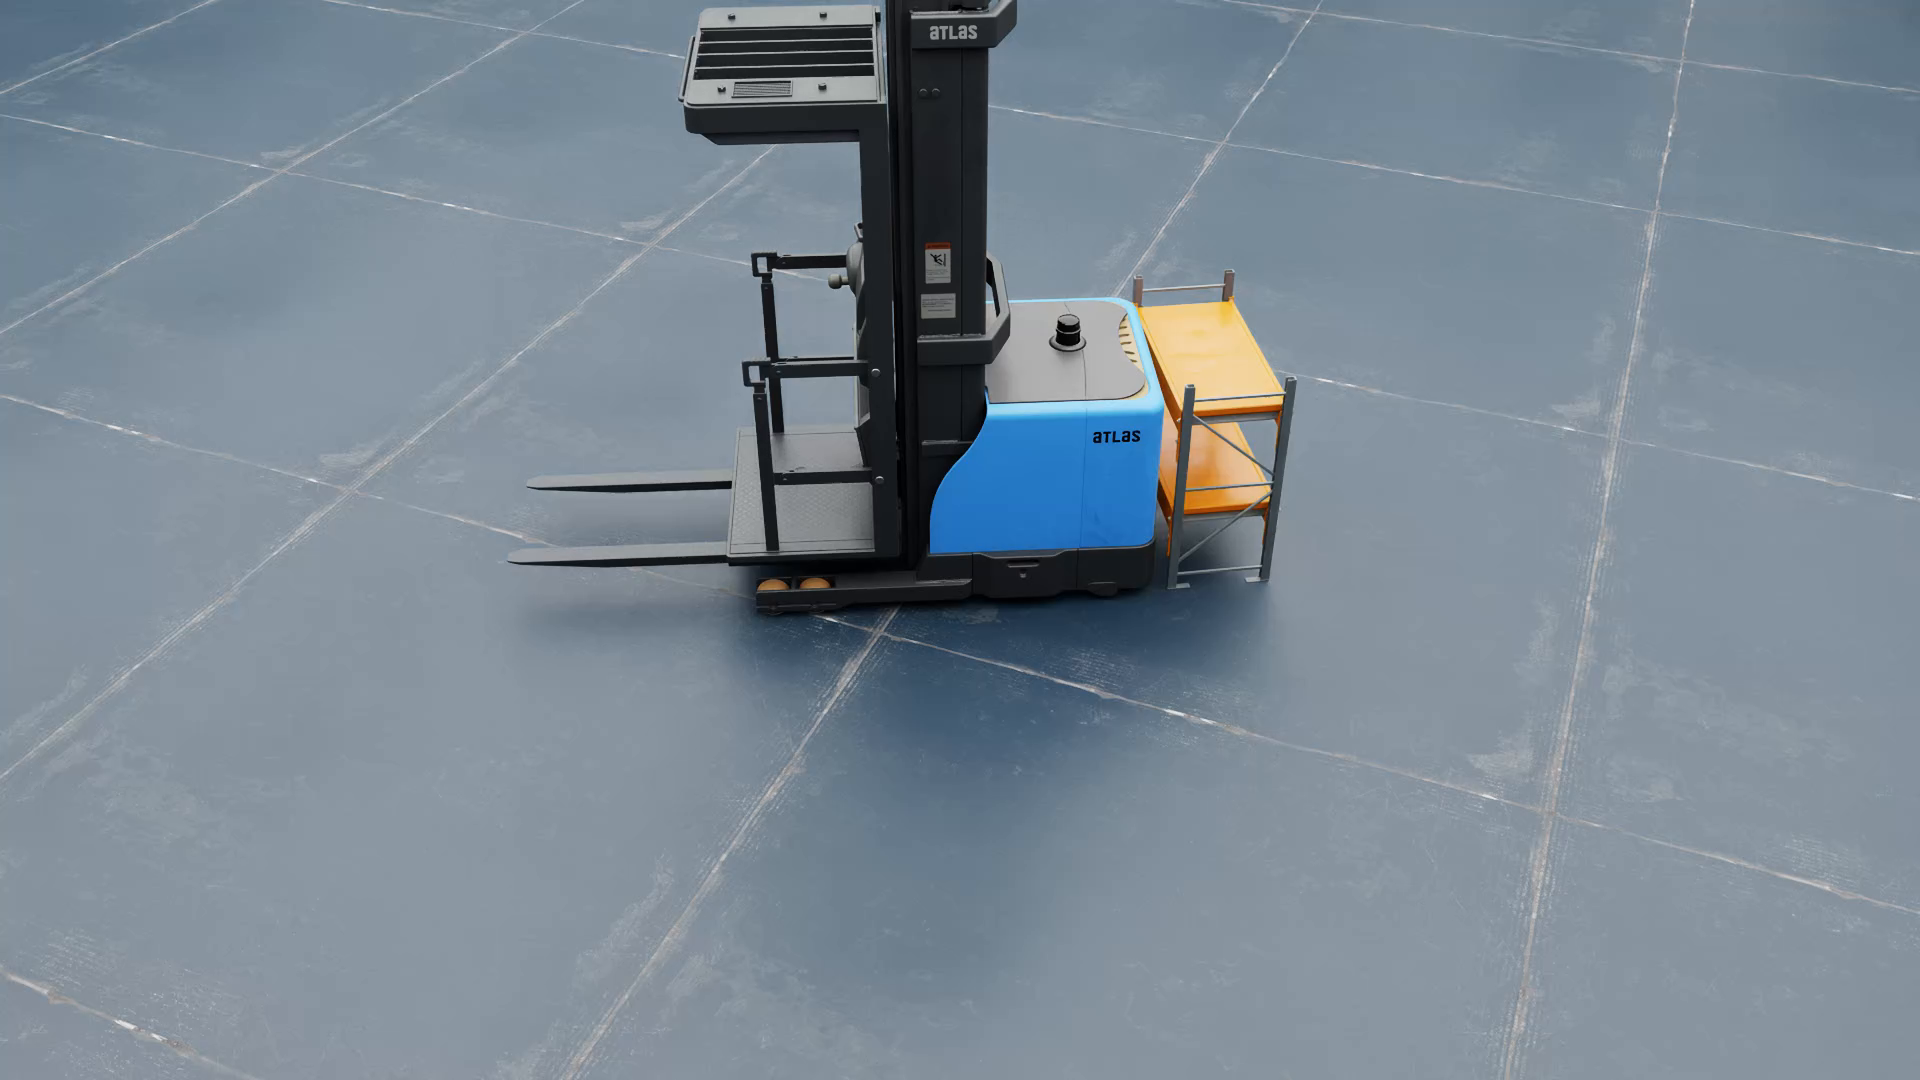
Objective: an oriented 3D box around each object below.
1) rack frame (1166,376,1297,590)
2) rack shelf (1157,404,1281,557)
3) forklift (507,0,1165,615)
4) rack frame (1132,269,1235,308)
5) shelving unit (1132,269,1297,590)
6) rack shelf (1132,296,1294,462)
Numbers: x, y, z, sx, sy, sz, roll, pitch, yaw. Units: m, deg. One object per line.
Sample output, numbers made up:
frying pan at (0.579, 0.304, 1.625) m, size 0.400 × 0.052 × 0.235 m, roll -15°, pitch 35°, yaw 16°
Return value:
rack frame at (1.234, -0.243, 7.635) m, size 0.500 × 1.125 × 0.032 m, roll -5°, pitch 37°, yaw -6°
rack shelf at (1.164, -0.348, 8.185) m, size 0.538 × 0.278 × 1.000 m, roll -5°, pitch 37°, yaw -6°
forklift at (-0.621, -1.151, 7.342) m, size 3.031 × 2.935 × 1.130 m, roll -2°, pitch 37°, yaw -3°
rack frame at (1.094, -0.846, 8.442) m, size 0.500 × 1.125 × 0.032 m, roll -5°, pitch 37°, yaw -6°
shelving unit at (1.164, -0.544, 8.039) m, size 0.538 × 1.125 × 1.048 m, roll -5°, pitch 37°, yaw -6°
rack shelf at (1.164, -0.779, 7.863) m, size 0.538 × 0.278 × 1.000 m, roll -5°, pitch 37°, yaw -6°
